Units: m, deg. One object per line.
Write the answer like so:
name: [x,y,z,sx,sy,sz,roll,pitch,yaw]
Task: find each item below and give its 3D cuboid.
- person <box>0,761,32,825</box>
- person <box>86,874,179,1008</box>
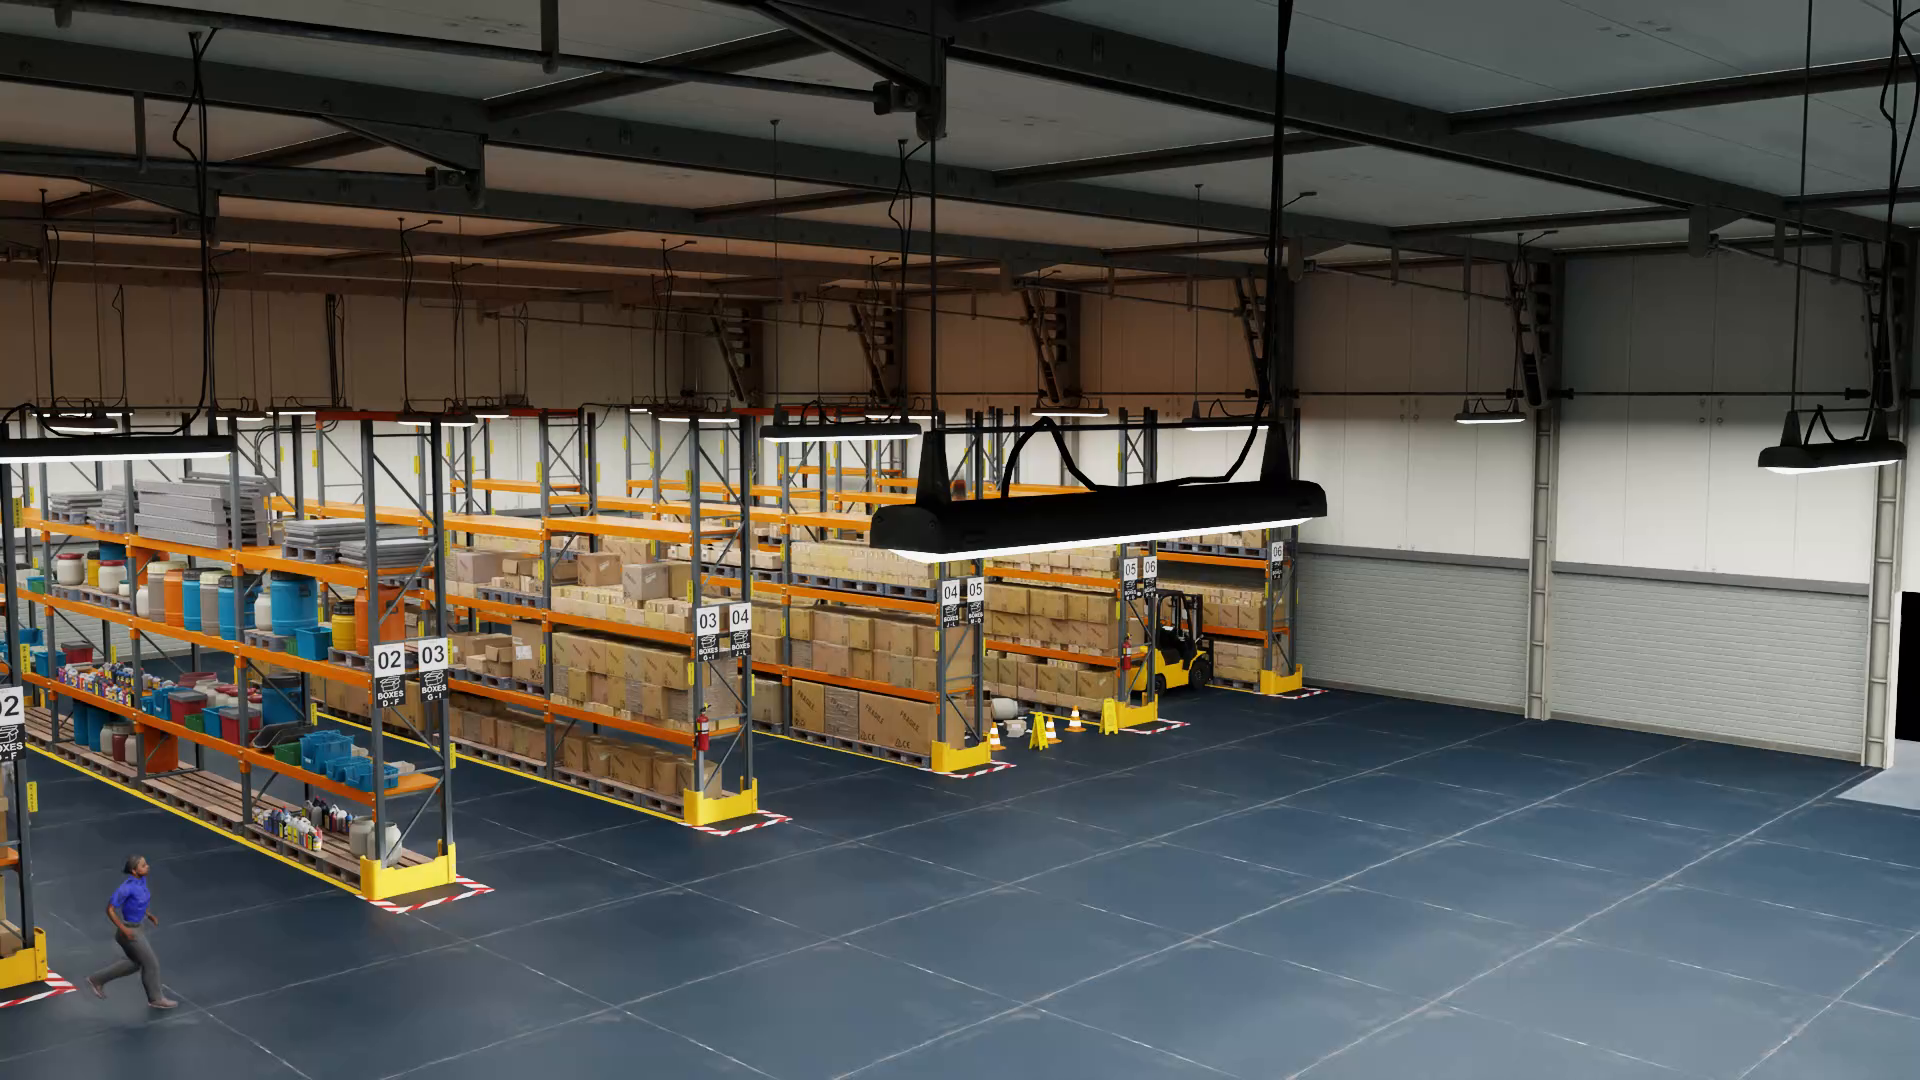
person: [-12.354,3.460,21.306,6.451,1.911,4.696,2,6,26]
person: [-8.490,4.122,16.995,0.846,1.454,0.557,-1,5,-12]
